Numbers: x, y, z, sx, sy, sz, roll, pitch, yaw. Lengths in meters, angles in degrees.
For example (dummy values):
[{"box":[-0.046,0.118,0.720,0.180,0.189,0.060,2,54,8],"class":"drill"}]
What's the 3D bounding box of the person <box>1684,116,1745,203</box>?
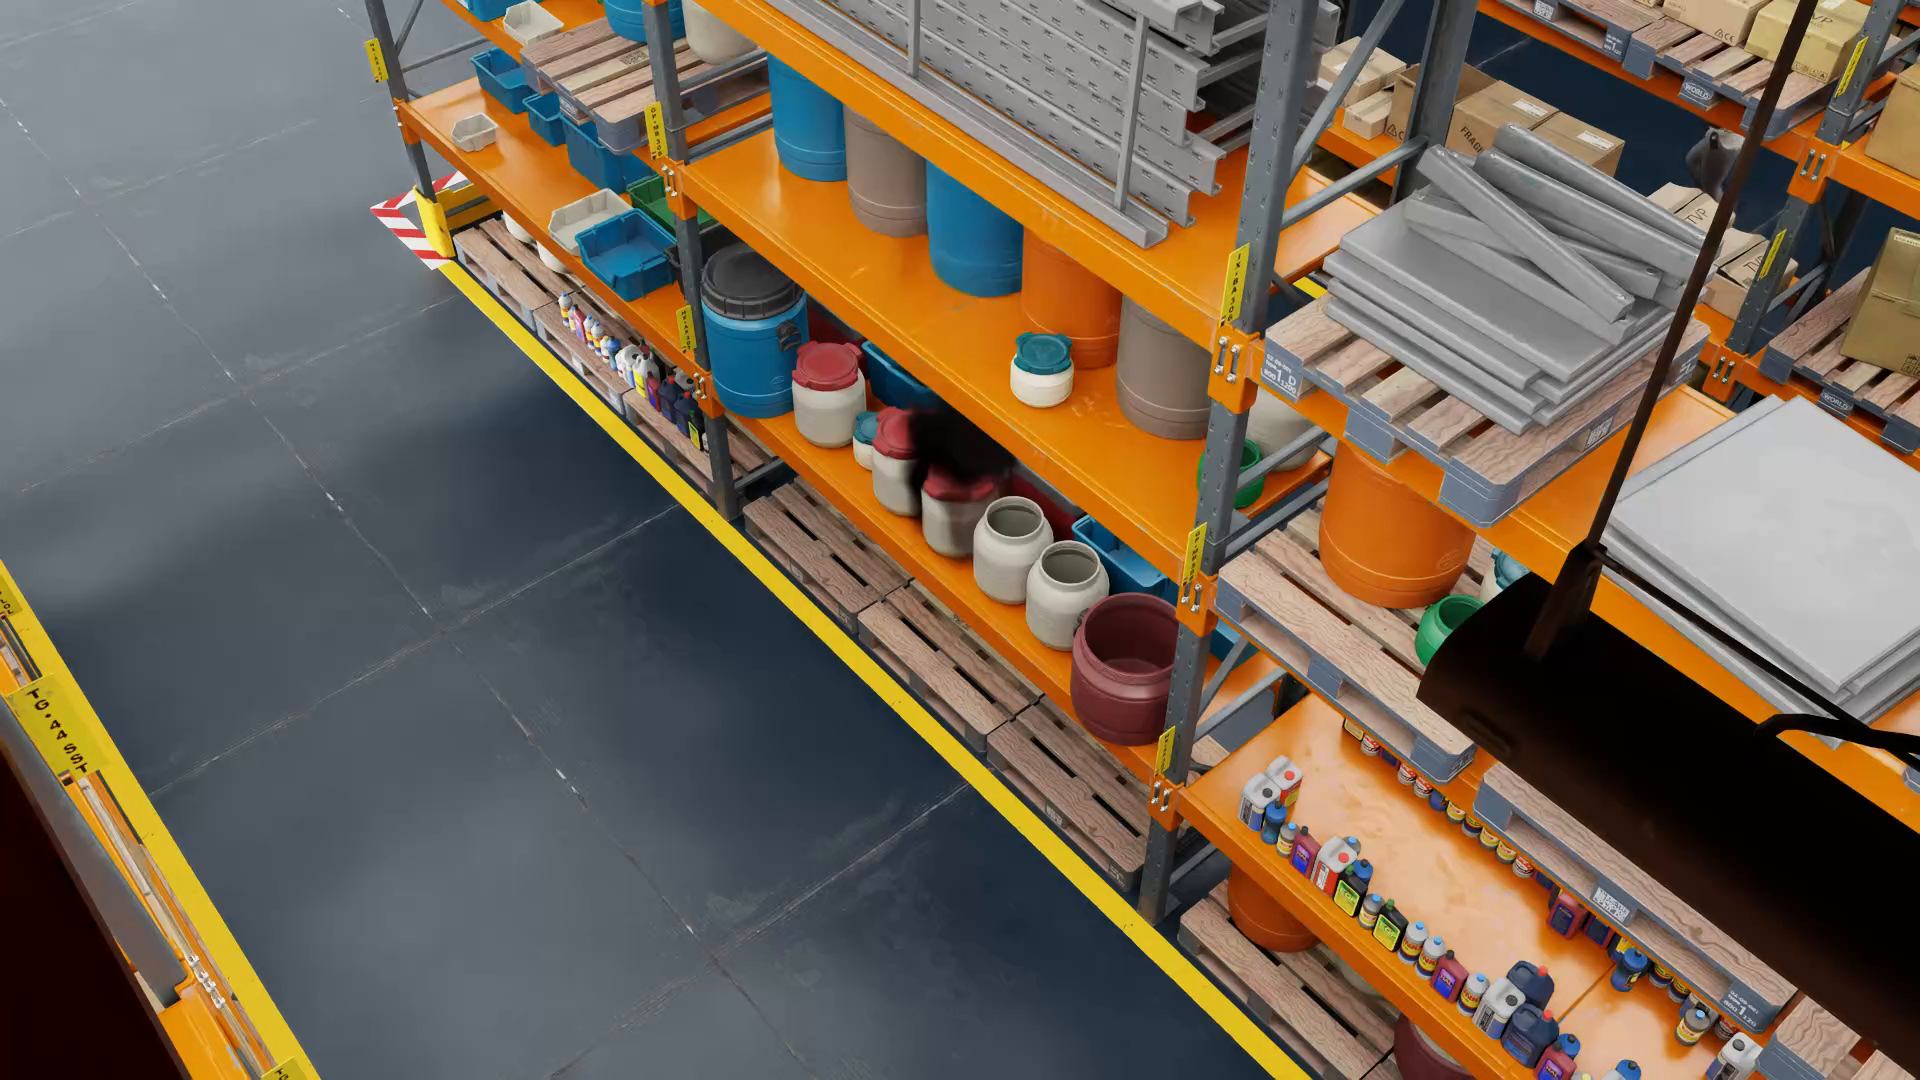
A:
[{"box":[5.835,-3.088,12.758,0.555,1.679,0.624,-33,55,-28],"class":"person"}]
